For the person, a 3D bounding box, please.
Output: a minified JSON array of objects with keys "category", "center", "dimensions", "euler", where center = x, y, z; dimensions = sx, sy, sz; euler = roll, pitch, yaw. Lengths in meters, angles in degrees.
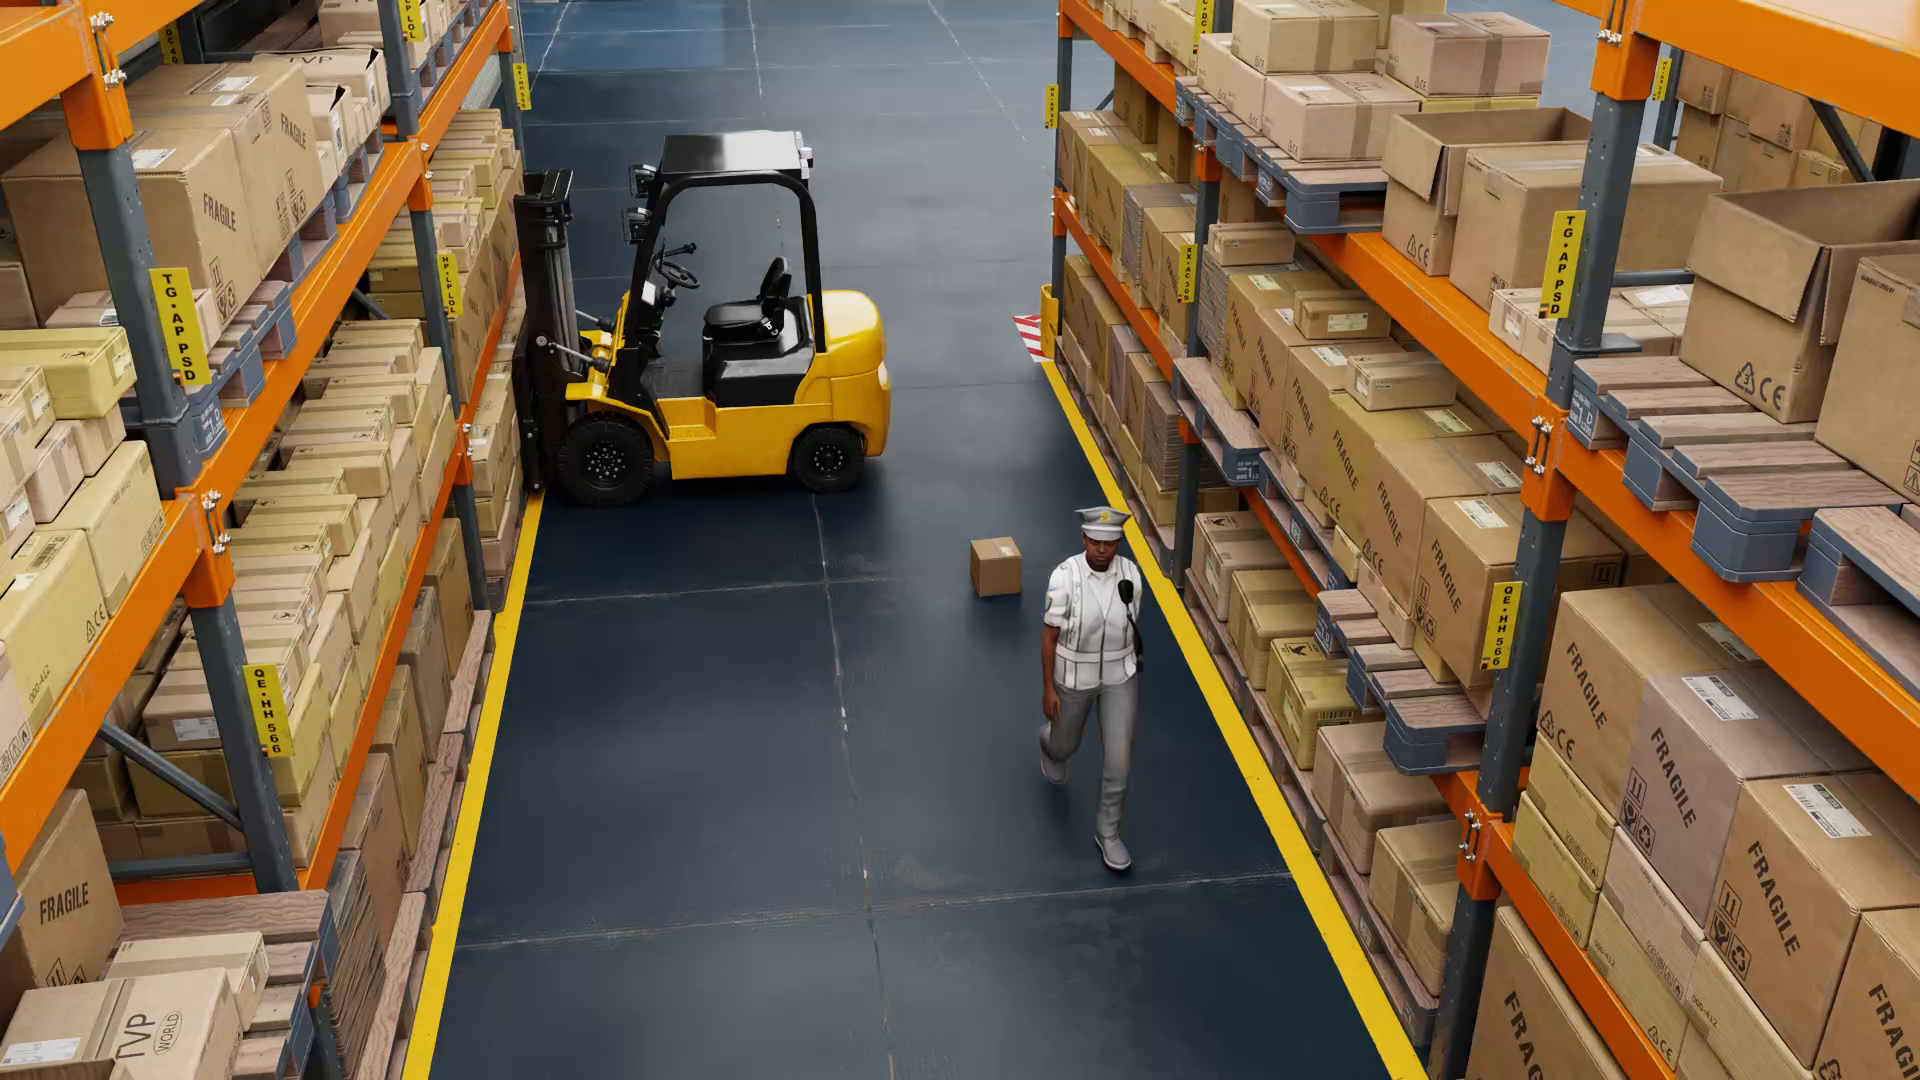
[{"category":"person","center":[0.588,0.650,7.537],"dimensions":[0.383,1.320,0.680],"euler":[-3,28,-6]}]
